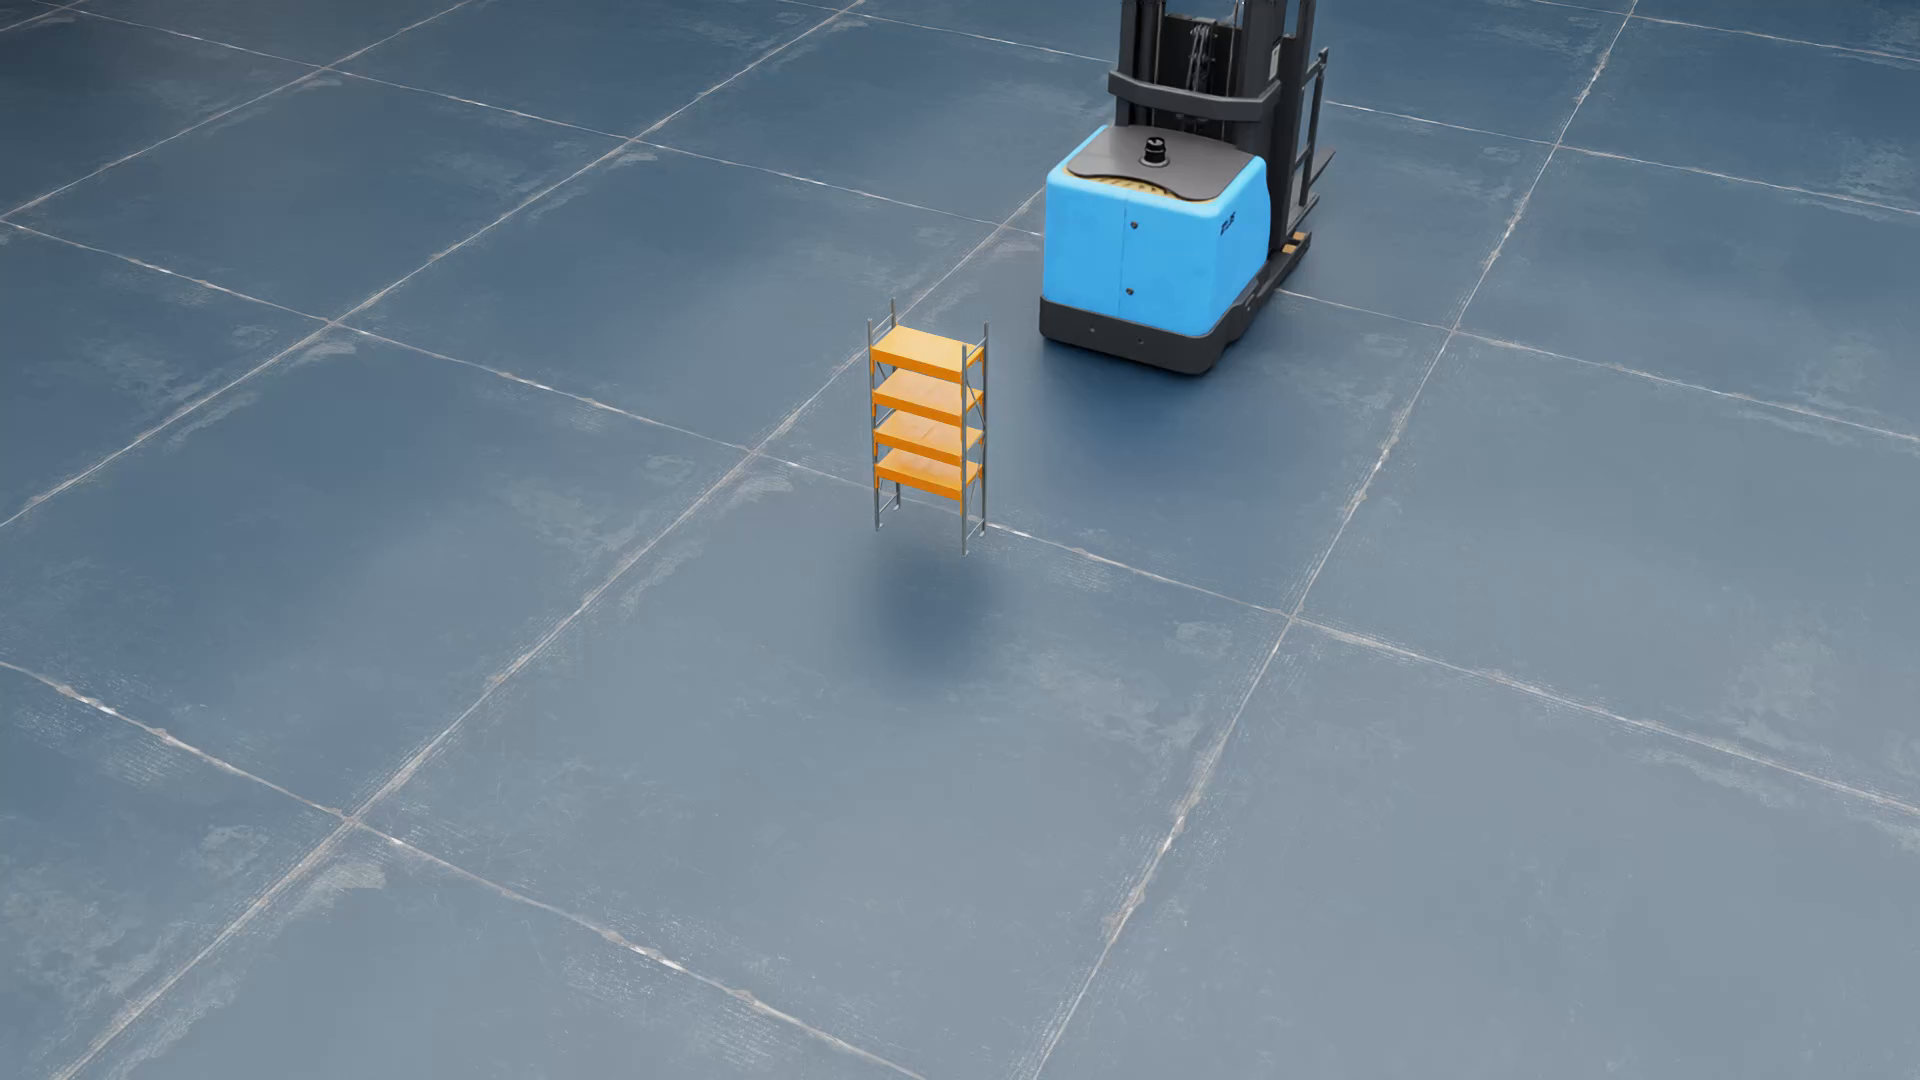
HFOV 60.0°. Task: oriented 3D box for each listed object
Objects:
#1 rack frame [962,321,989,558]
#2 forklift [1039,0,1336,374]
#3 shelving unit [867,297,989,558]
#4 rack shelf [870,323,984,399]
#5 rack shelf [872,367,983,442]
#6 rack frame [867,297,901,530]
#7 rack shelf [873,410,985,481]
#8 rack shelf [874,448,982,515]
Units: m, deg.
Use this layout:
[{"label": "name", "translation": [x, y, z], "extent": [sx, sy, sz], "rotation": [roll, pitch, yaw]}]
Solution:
[{"label": "rack frame", "translation": [0.070, -0.456, 7.878], "extent": [0.015, 1.200, 0.240], "rotation": [17, 41, 21]}, {"label": "forklift", "translation": [1.593, -2.982, 9.774], "extent": [1.130, 2.935, 3.031], "rotation": [18, 41, 22]}, {"label": "shelving unit", "translation": [-0.147, -0.524, 7.968], "extent": [0.503, 1.200, 0.258], "rotation": [17, 41, 21]}, {"label": "rack shelf", "translation": [-0.147, -0.837, 7.730], "extent": [0.480, 0.148, 0.258], "rotation": [17, 41, 21]}, {"label": "rack shelf", "translation": [-0.147, -0.649, 7.873], "extent": [0.480, 0.148, 0.258], "rotation": [17, 41, 21]}, {"label": "rack frame", "translation": [-0.364, -0.592, 8.057], "extent": [0.015, 1.200, 0.240], "rotation": [17, 41, 21]}, {"label": "rack shelf", "translation": [-0.147, -0.470, 8.008], "extent": [0.480, 0.148, 0.258], "rotation": [17, 41, 21]}, {"label": "rack shelf", "translation": [-0.147, -0.312, 8.128], "extent": [0.480, 0.148, 0.258], "rotation": [17, 41, 21]}]
